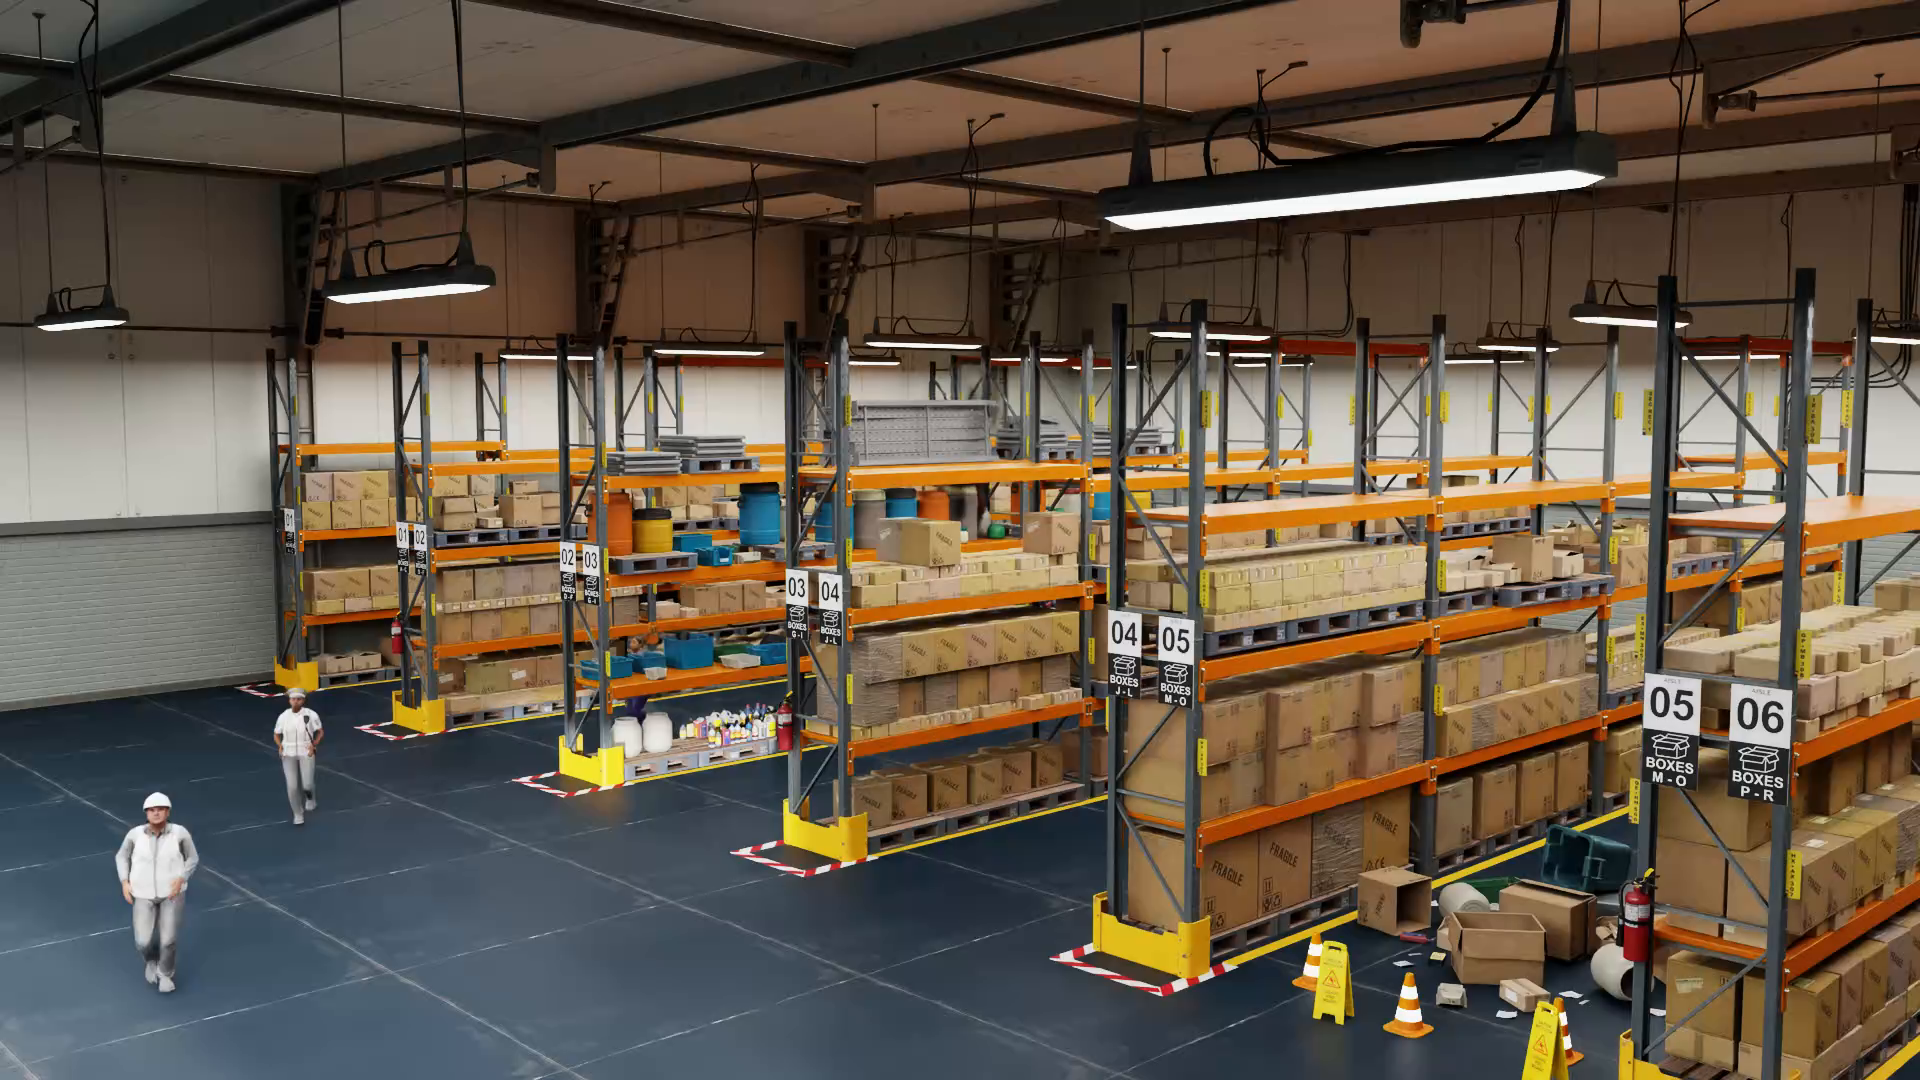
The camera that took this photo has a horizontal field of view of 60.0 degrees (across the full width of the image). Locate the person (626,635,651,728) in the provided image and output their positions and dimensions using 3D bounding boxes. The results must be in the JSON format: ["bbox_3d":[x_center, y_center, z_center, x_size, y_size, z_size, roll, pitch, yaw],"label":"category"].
[{"bbox_3d":[-4.814,2.232,24.762,0.581,1.581,0.536,4,6,36],"label":"person"}]

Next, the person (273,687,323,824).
[{"bbox_3d":[-8.025,2.596,20.164,0.573,1.650,0.584,-1,5,-16],"label":"person"}]

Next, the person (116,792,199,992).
[{"bbox_3d":[-6.956,3.054,14.418,0.666,1.735,0.515,-2,5,-19],"label":"person"}]
